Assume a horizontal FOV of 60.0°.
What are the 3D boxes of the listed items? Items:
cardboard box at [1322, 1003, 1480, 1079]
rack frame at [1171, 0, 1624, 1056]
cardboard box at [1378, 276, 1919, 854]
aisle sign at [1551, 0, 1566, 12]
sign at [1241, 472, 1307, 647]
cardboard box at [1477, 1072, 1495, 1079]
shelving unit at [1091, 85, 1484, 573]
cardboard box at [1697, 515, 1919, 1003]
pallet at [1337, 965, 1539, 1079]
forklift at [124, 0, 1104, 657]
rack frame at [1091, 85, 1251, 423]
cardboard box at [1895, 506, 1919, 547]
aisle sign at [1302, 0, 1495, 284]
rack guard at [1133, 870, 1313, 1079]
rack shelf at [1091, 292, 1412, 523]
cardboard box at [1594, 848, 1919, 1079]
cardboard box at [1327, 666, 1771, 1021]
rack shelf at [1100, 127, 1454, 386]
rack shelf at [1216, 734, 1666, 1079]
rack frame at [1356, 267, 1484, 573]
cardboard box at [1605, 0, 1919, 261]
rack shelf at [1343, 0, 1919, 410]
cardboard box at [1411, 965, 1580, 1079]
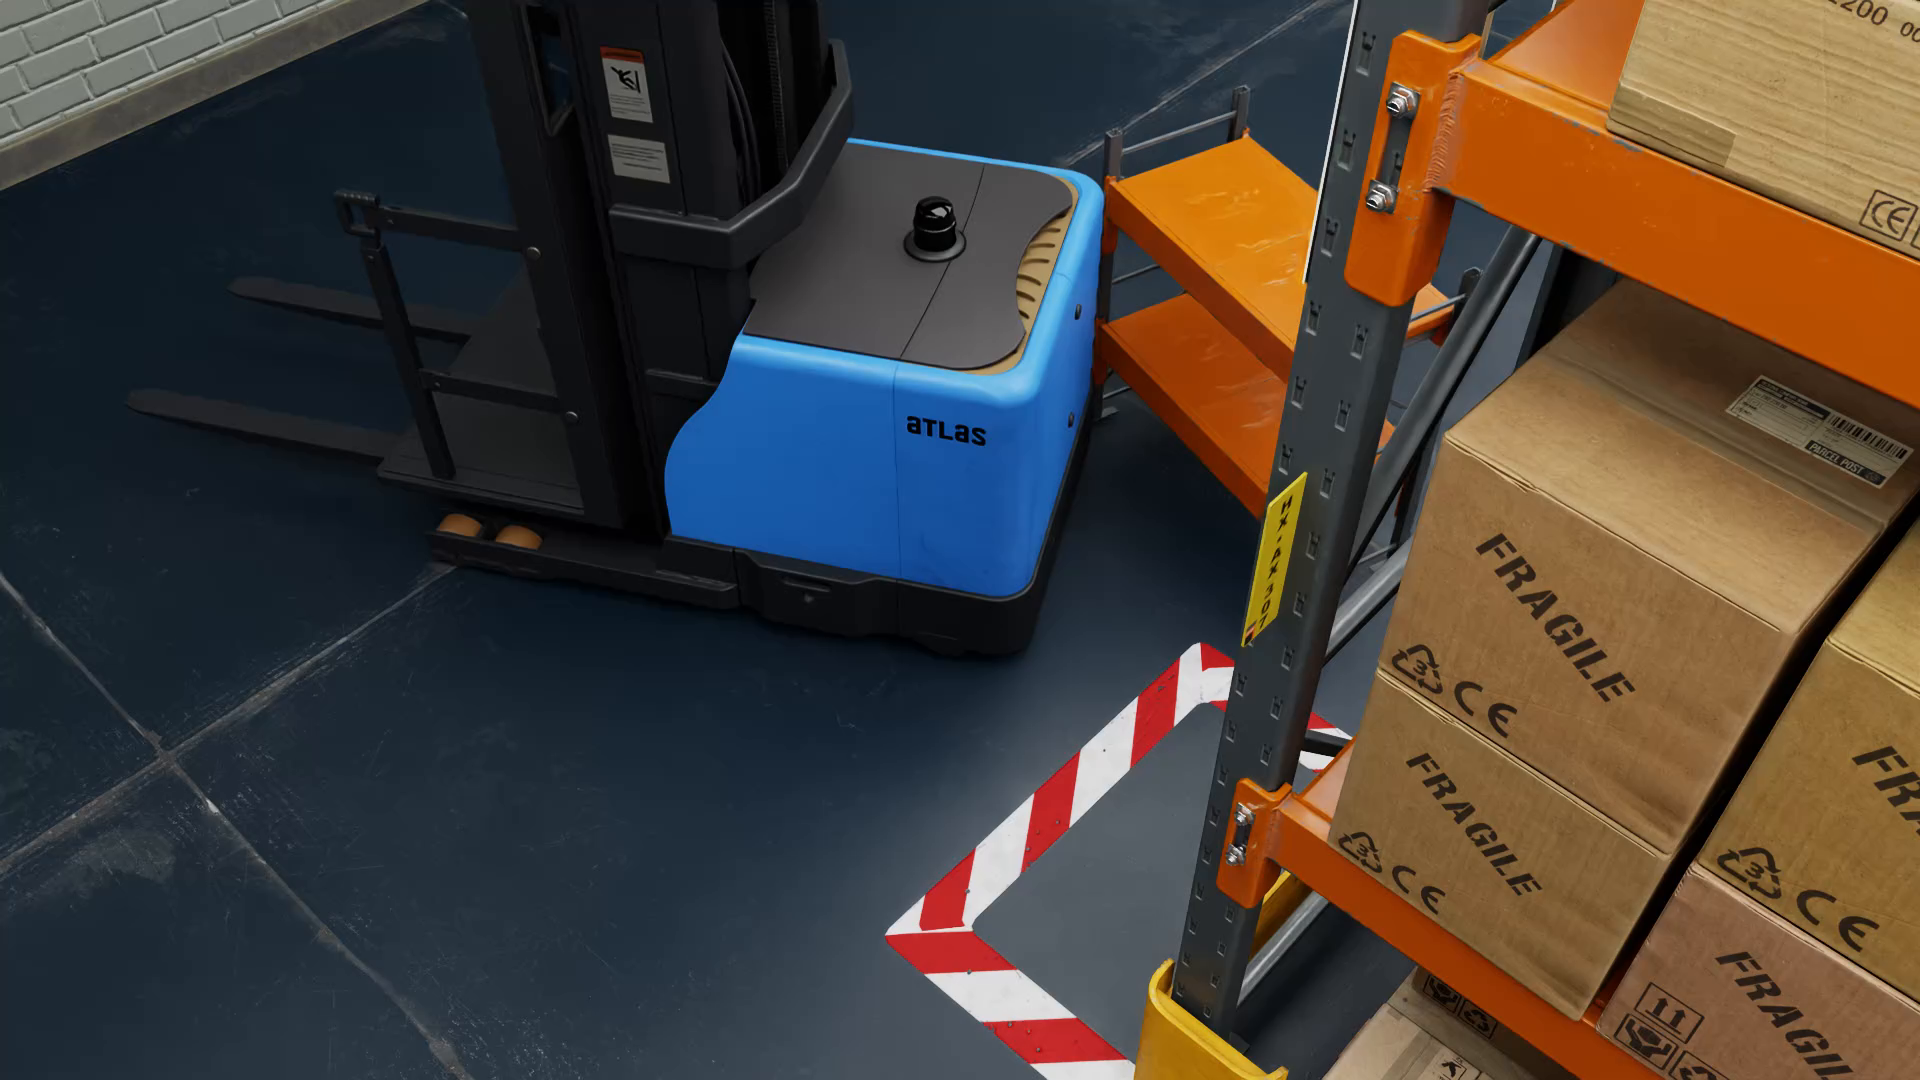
[{"bbox_3d":[0.928,1.256,3.667,0.250,0.149,0.380,34,55,28],"label":"cardboard box"},{"bbox_3d":[0.853,0.040,3.155,0.127,3.000,1.000,34,55,28],"label":"rack frame"},{"bbox_3d":[1.000,0.024,2.416,0.500,0.500,0.500,36,56,29],"label":"cardboard box"},{"bbox_3d":[1.011,-1.048,2.393,0.004,0.787,0.394,34,55,28],"label":"aisle sign"},{"bbox_3d":[0.485,0.034,2.567,0.005,0.325,0.100,34,55,28],"label":"sign"},{"bbox_3d":[1.111,1.374,3.544,0.250,0.166,0.380,34,55,28],"label":"cardboard box"},{"bbox_3d":[0.900,-0.557,4.999,0.538,1.125,1.048,-23,51,-20],"label":"shelving unit"},{"bbox_3d":[1.390,0.278,2.177,0.500,0.500,0.500,35,56,28],"label":"cardboard box"},{"bbox_3d":[1.495,1.425,3.767,1.213,0.211,1.003,34,55,28],"label":"pallet"},{"bbox_3d":[-1.148,-1.249,4.412,3.031,2.935,1.130,11,48,10],"label":"forklift"},{"bbox_3d":[0.648,-0.879,5.301,0.500,1.125,0.032,-23,51,-20],"label":"rack frame"},{"bbox_3d":[1.738,-0.015,2.452,0.500,0.500,0.500,35,56,29],"label":"cardboard box"},{"bbox_3d":[0.604,-0.727,2.092,0.004,0.787,0.394,34,55,28],"label":"aisle sign"},{"bbox_3d":[0.909,0.933,4.031,0.348,0.500,1.175,34,55,28],"label":"rack guard"},{"bbox_3d":[0.901,-0.390,5.177,0.538,0.278,1.000,-23,51,-20],"label":"rack shelf"},{"bbox_3d":[1.383,0.618,2.543,0.500,0.500,0.500,33,55,27],"label":"cardboard box"},{"bbox_3d":[1.000,0.366,2.780,0.500,0.500,0.500,35,56,28],"label":"cardboard box"},{"bbox_3d":[0.898,-0.757,4.785,0.538,0.278,1.000,-23,51,-20],"label":"rack shelf"},{"bbox_3d":[2.323,1.275,2.489,4.000,0.370,1.077,34,55,28],"label":"rack shelf"},{"bbox_3d":[1.152,-0.235,4.697,0.500,1.125,0.032,-23,51,-20],"label":"rack frame"},{"bbox_3d":[1.058,-0.546,1.750,0.500,0.250,0.500,34,55,28],"label":"cardboard box"},{"bbox_3d":[2.323,0.248,1.396,4.000,0.370,1.077,34,55,28],"label":"rack shelf"},{"bbox_3d":[1.420,0.881,3.778,0.500,0.500,0.500,34,55,28],"label":"cardboard box"}]
